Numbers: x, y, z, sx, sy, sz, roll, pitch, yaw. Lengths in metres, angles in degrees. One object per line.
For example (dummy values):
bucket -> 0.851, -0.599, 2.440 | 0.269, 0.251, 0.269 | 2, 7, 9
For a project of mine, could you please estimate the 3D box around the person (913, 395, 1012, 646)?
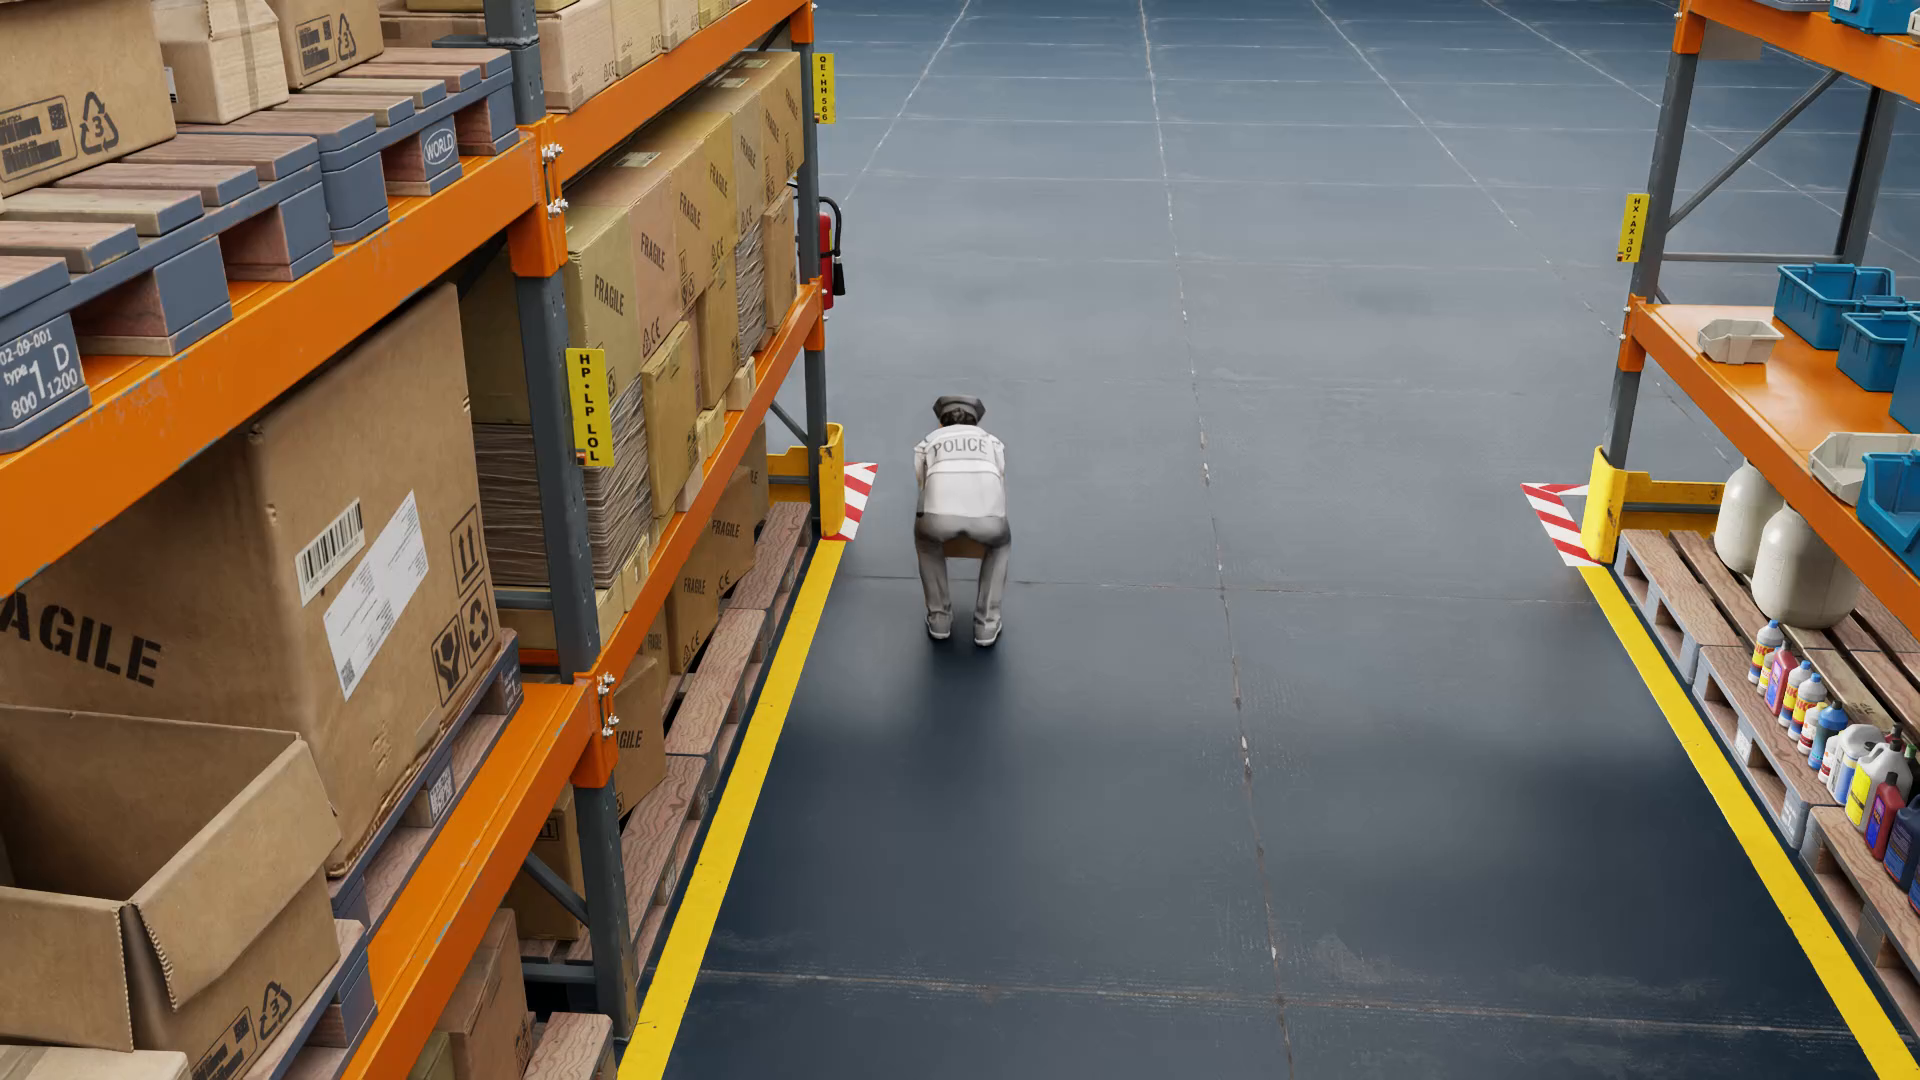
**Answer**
person -> 0.013, -0.091, 7.603 | 0.452, 0.999, 0.918 | 0, 25, 1
